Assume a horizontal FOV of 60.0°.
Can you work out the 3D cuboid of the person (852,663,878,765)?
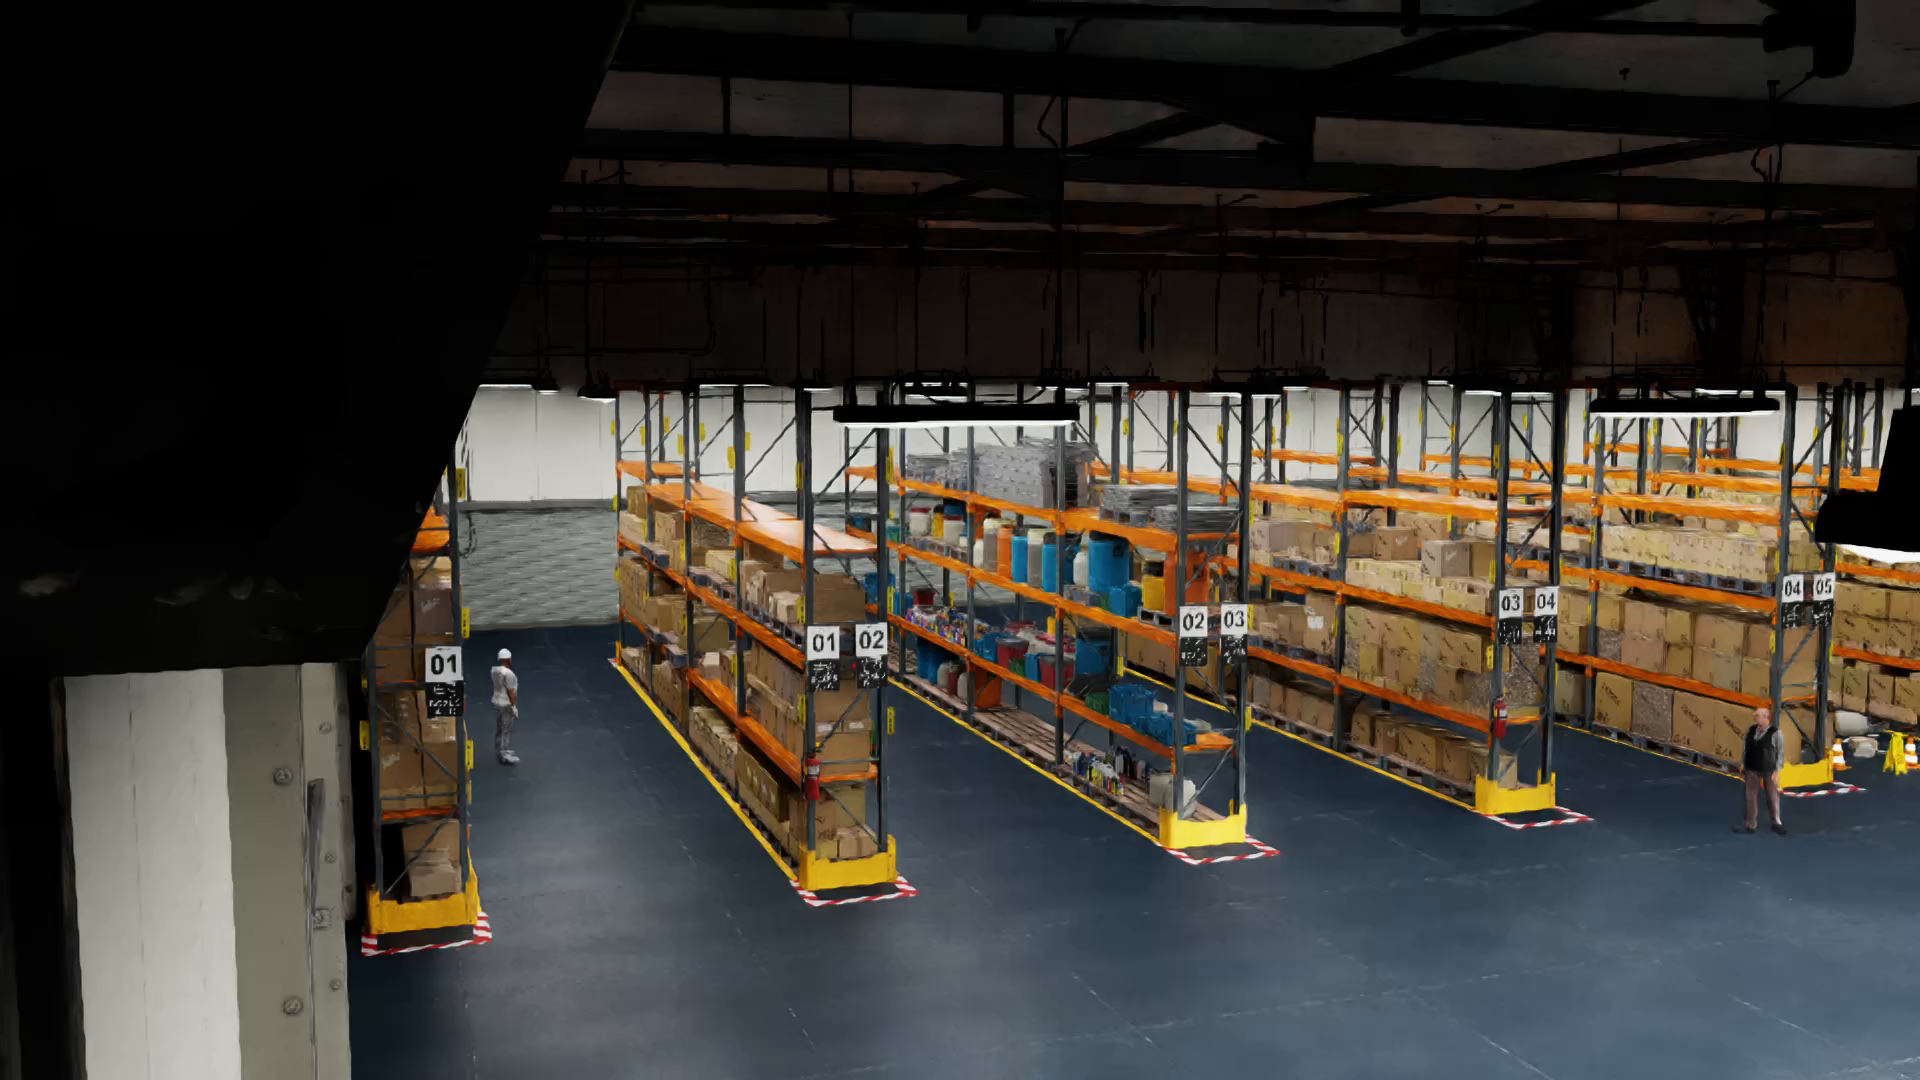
[{"bbox_3d":[-1.659,2.700,26.184,0.686,1.716,0.835,-4,7,-35],"label":"person"}]

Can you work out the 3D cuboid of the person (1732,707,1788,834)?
[{"bbox_3d":[10.840,3.111,22.448,0.551,1.722,0.639,-5,8,-39],"label":"person"}]

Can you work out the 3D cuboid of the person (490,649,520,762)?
[{"bbox_3d":[-7.250,2.617,26.554,0.409,1.788,0.666,-5,8,-41],"label":"person"}]
